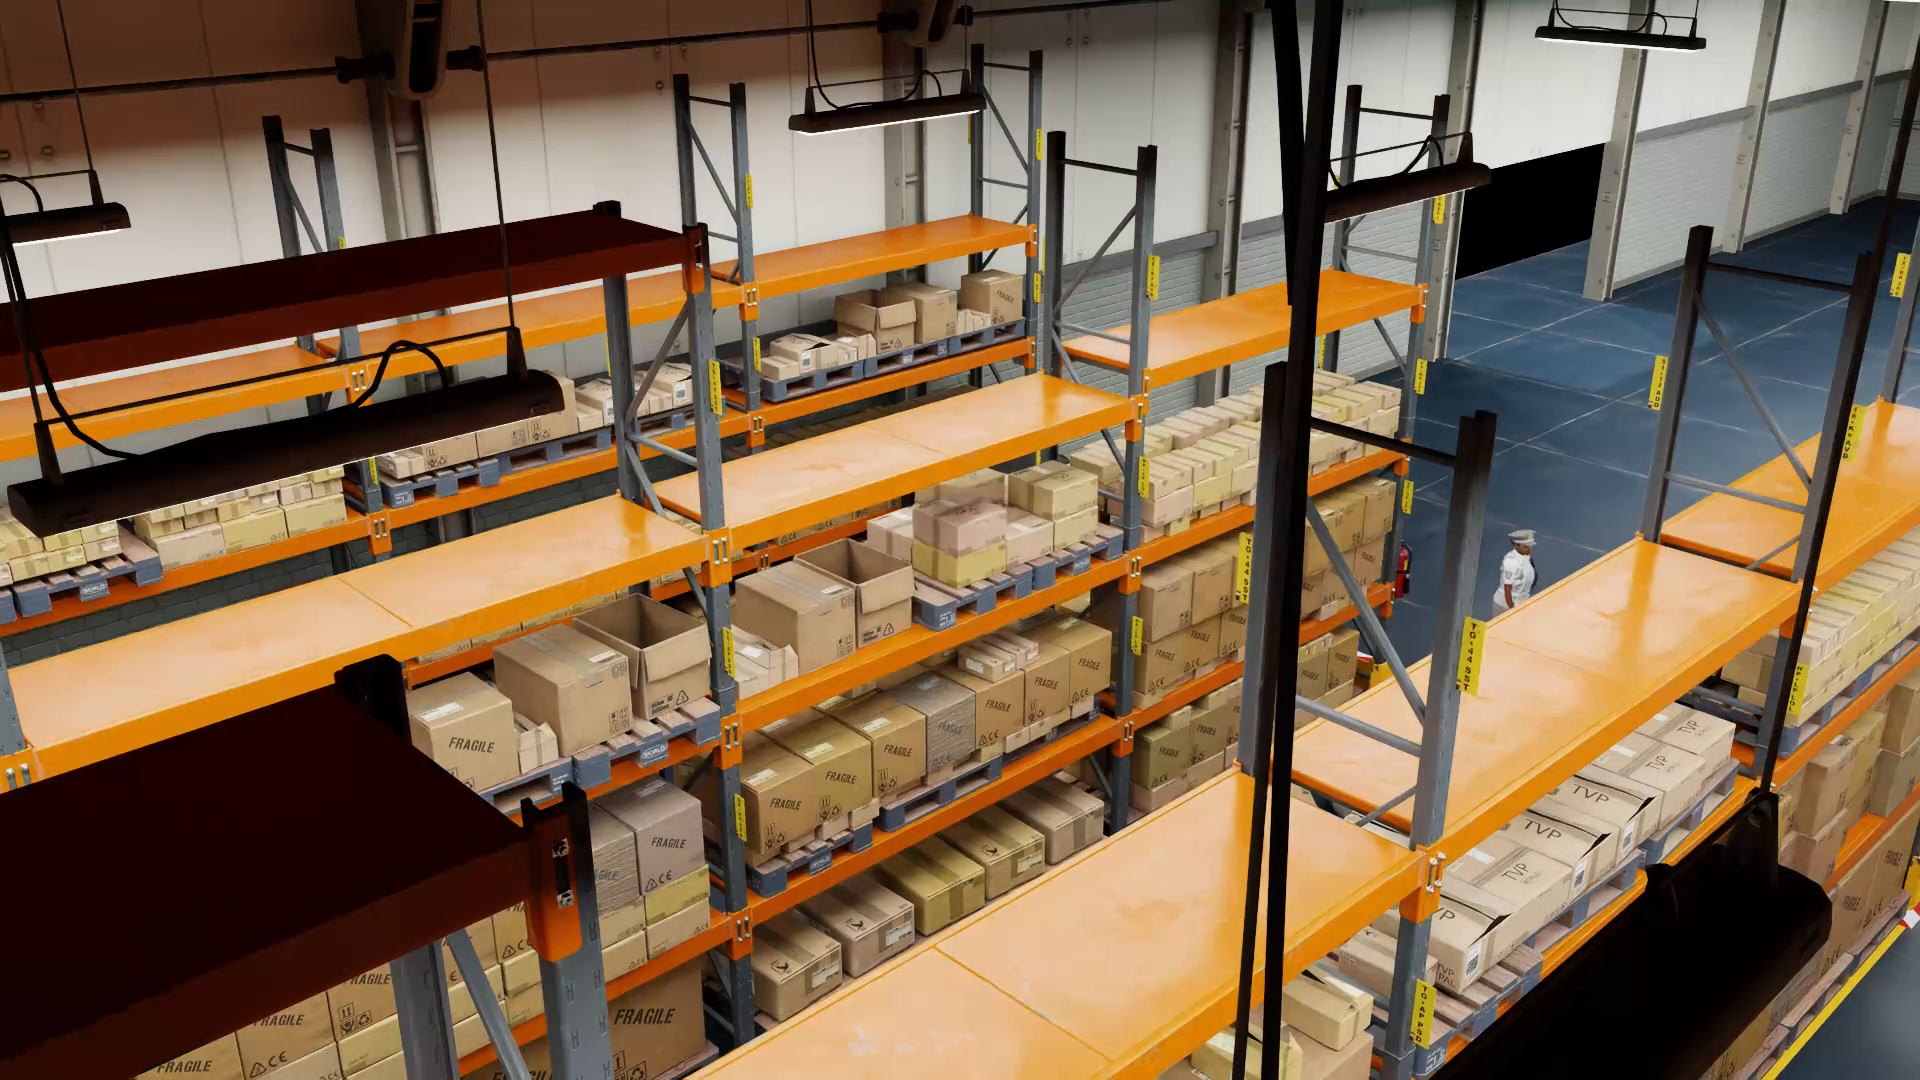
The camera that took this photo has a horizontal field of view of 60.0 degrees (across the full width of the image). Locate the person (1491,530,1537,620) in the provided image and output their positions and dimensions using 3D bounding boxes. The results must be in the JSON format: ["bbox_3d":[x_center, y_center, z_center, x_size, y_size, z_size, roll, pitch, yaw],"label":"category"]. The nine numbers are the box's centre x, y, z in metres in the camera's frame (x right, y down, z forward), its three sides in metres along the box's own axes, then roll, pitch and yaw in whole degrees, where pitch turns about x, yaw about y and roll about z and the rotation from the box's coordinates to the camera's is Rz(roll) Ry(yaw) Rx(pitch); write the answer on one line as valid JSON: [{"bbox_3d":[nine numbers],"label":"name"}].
[{"bbox_3d":[5.640,0.646,17.105,0.775,1.661,0.441,20,29,39],"label":"person"}]
